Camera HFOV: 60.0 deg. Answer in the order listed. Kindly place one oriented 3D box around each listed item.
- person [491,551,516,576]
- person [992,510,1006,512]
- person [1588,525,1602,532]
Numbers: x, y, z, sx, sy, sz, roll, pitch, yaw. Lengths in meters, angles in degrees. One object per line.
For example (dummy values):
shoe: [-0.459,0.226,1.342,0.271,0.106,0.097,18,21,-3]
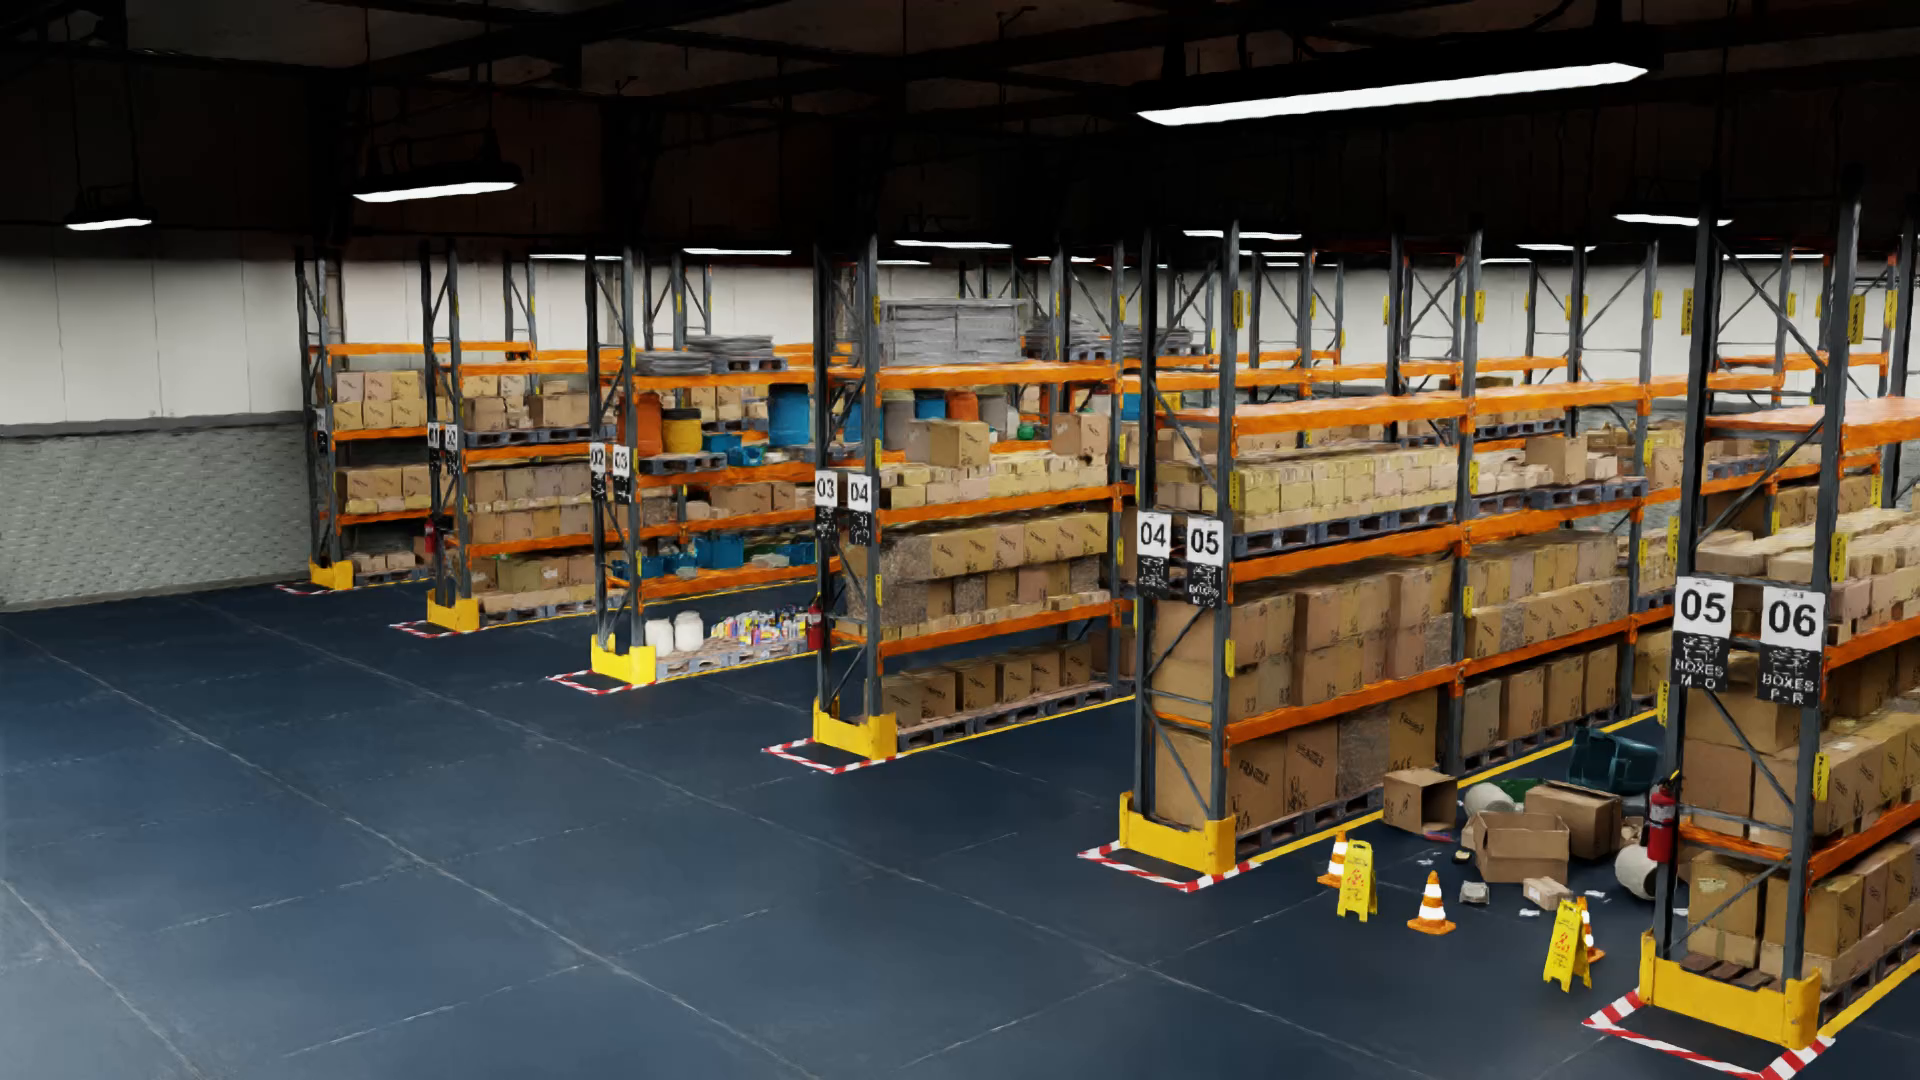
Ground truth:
person: [-7.871,0.119,28.610,1.044,1.736,0.567,-8,12,-43]
person: [0.627,0.147,26.458,0.390,1.720,0.627,8,11,42]
person: [9.403,0.732,24.585,0.504,1.669,0.640,3,9,17]
